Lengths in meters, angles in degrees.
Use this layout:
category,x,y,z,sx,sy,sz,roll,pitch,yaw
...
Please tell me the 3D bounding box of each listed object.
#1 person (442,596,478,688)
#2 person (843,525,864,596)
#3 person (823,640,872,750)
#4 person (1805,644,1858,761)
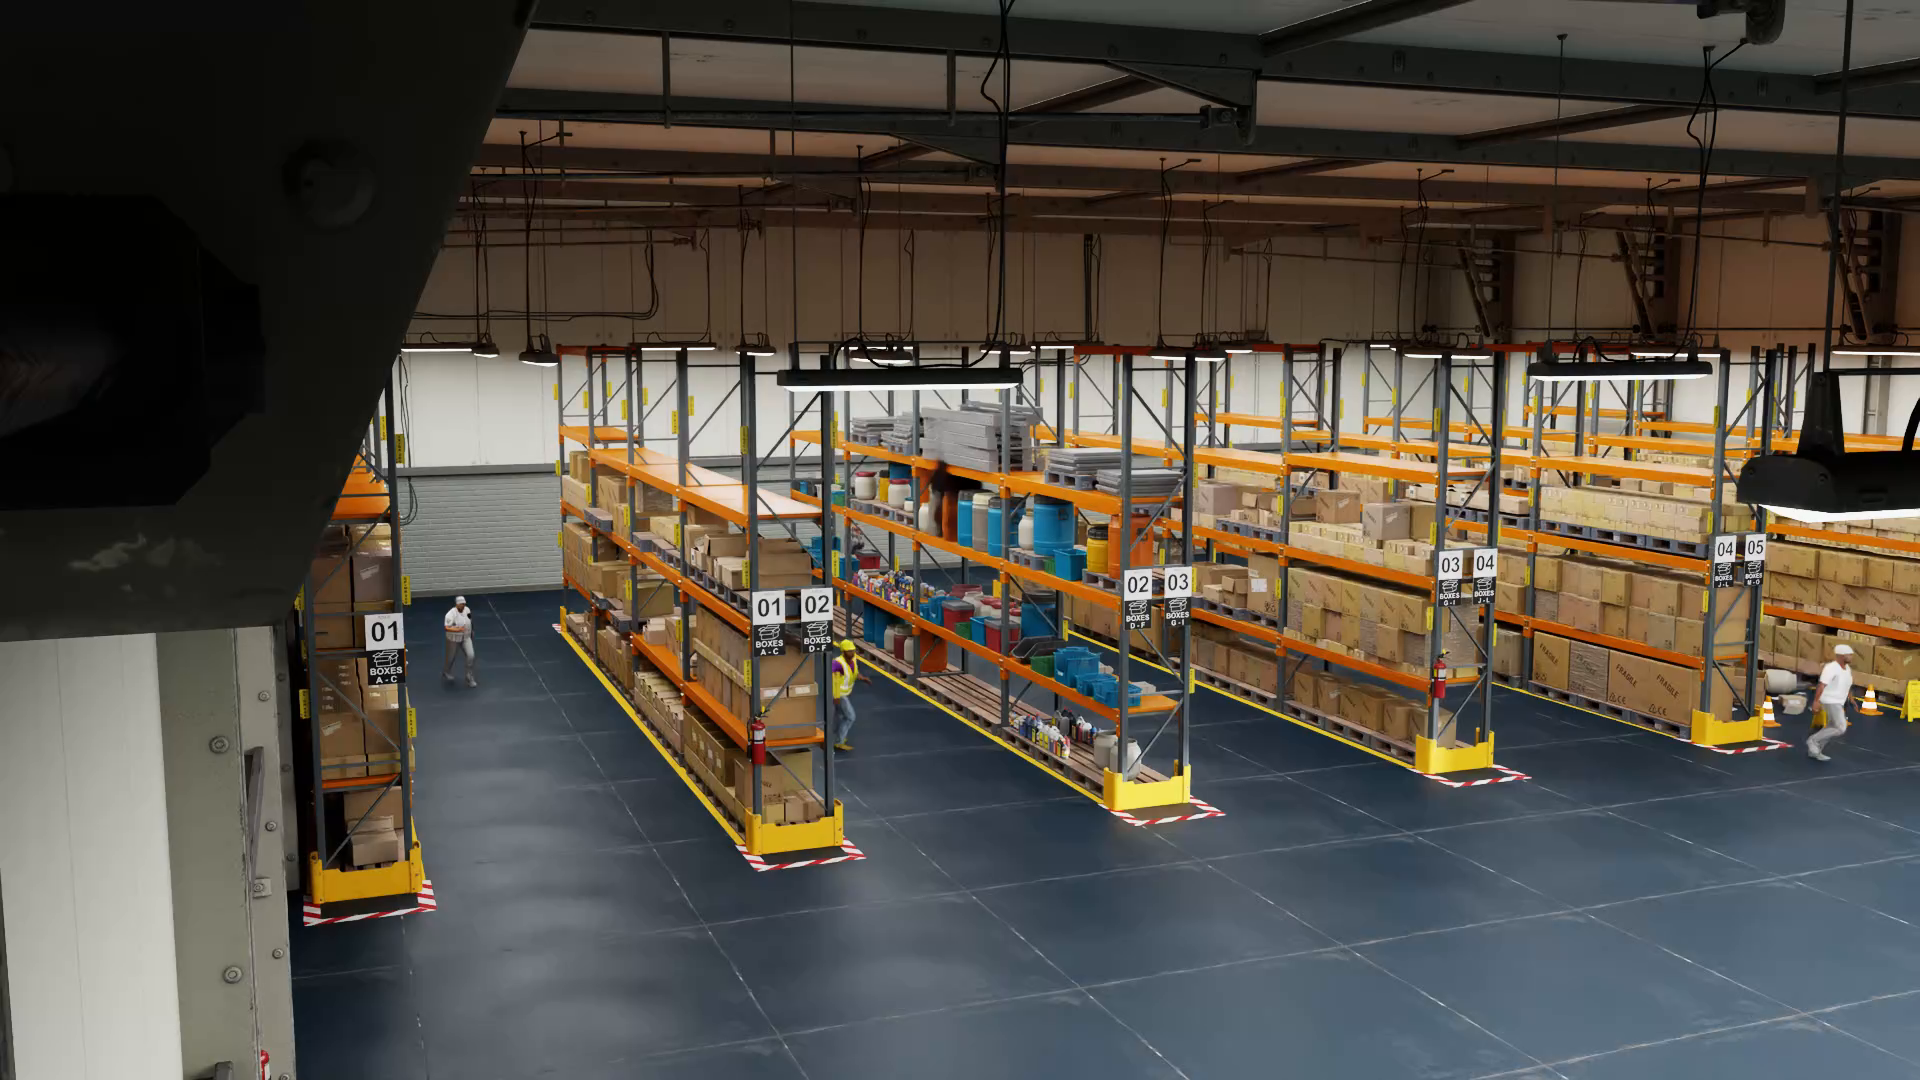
category,x,y,z,sx,sy,sz,roll,pitch,yaw
person,-8.909,1.776,29.538,0.616,1.632,0.956,-6,9,-40
person,-2.502,0.483,39.496,0.542,1.700,0.664,1,7,10
person,-1.731,2.322,25.153,0.799,1.701,0.710,2,8,16
person,12.799,2.383,24.389,0.575,1.736,0.691,7,10,43
